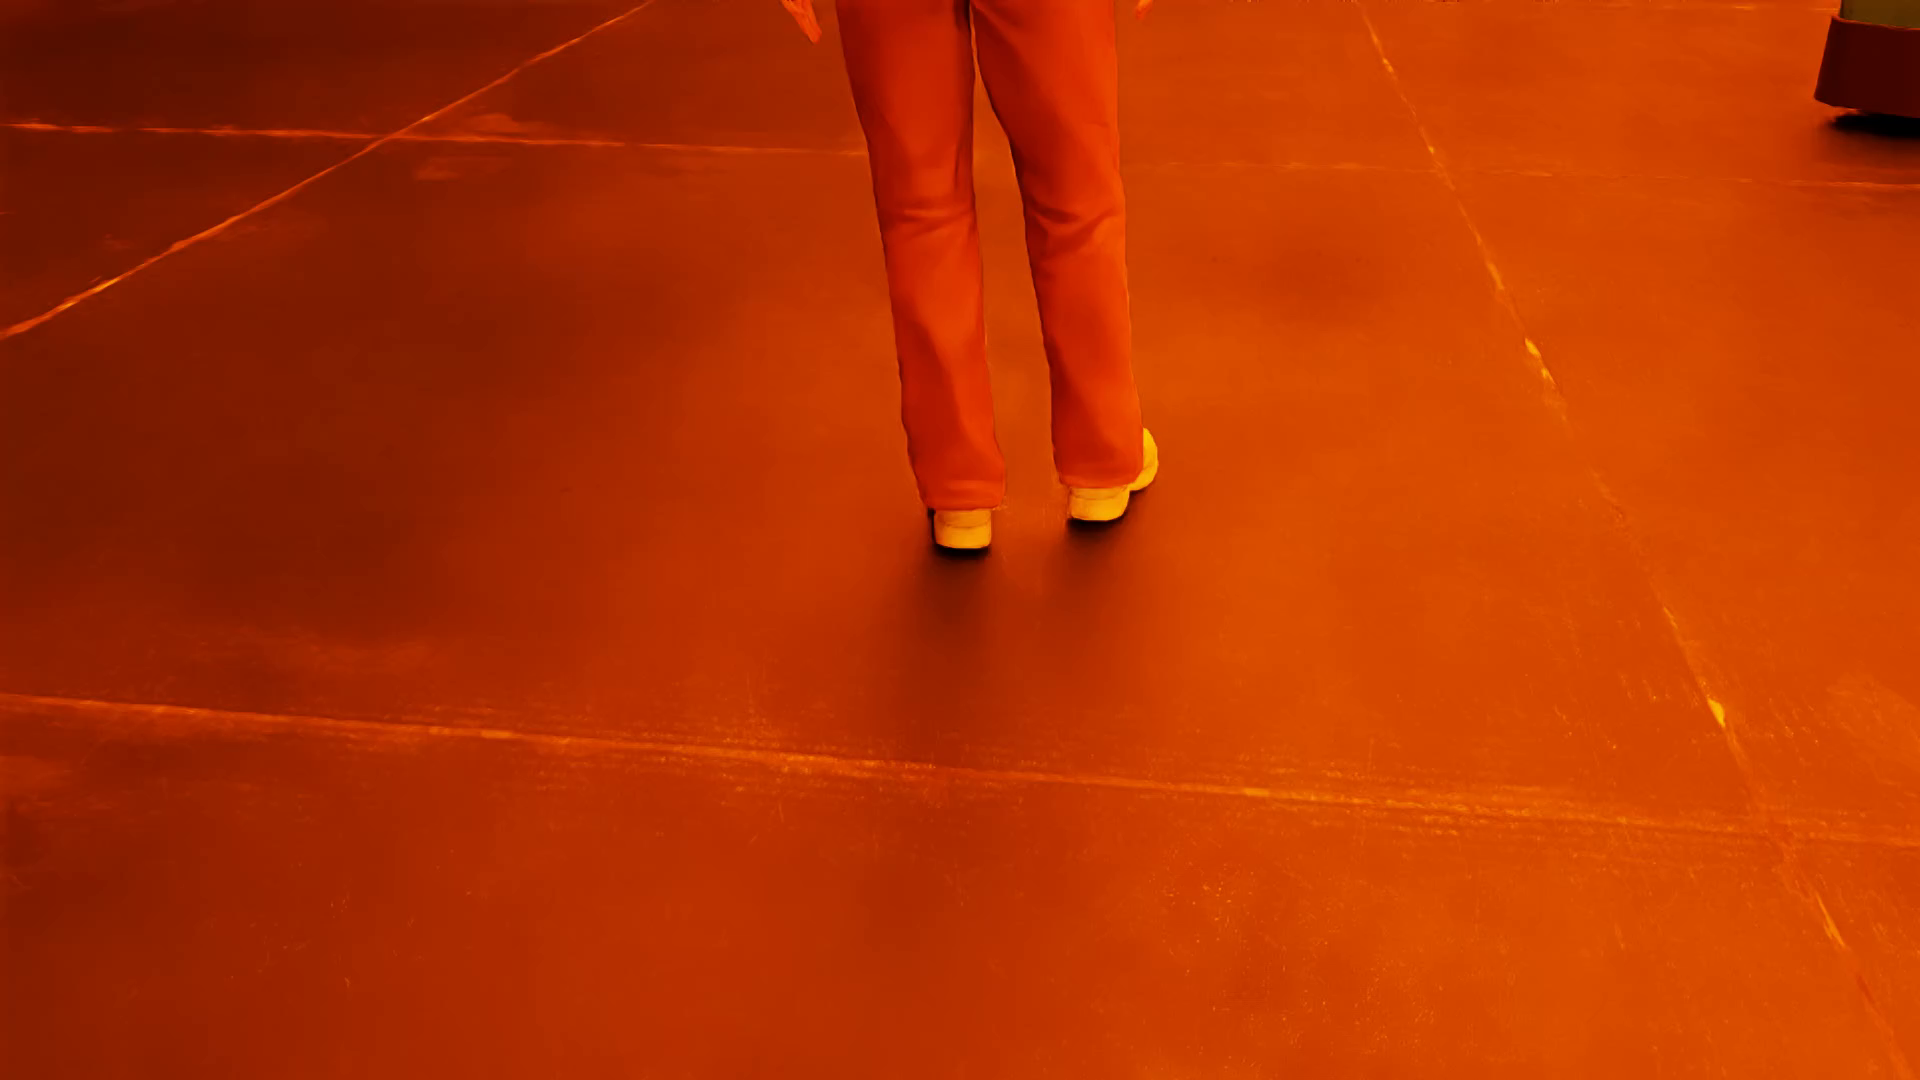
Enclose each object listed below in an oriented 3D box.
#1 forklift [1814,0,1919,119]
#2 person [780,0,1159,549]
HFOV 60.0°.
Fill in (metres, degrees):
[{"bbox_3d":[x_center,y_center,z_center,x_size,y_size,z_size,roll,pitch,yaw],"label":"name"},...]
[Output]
[{"bbox_3d":[4.009,-2.825,4.880,3.031,2.935,1.130,-21,33,-36],"label":"forklift"},{"bbox_3d":[0.022,-0.783,2.202,0.554,1.652,0.526,3,27,7],"label":"person"}]
